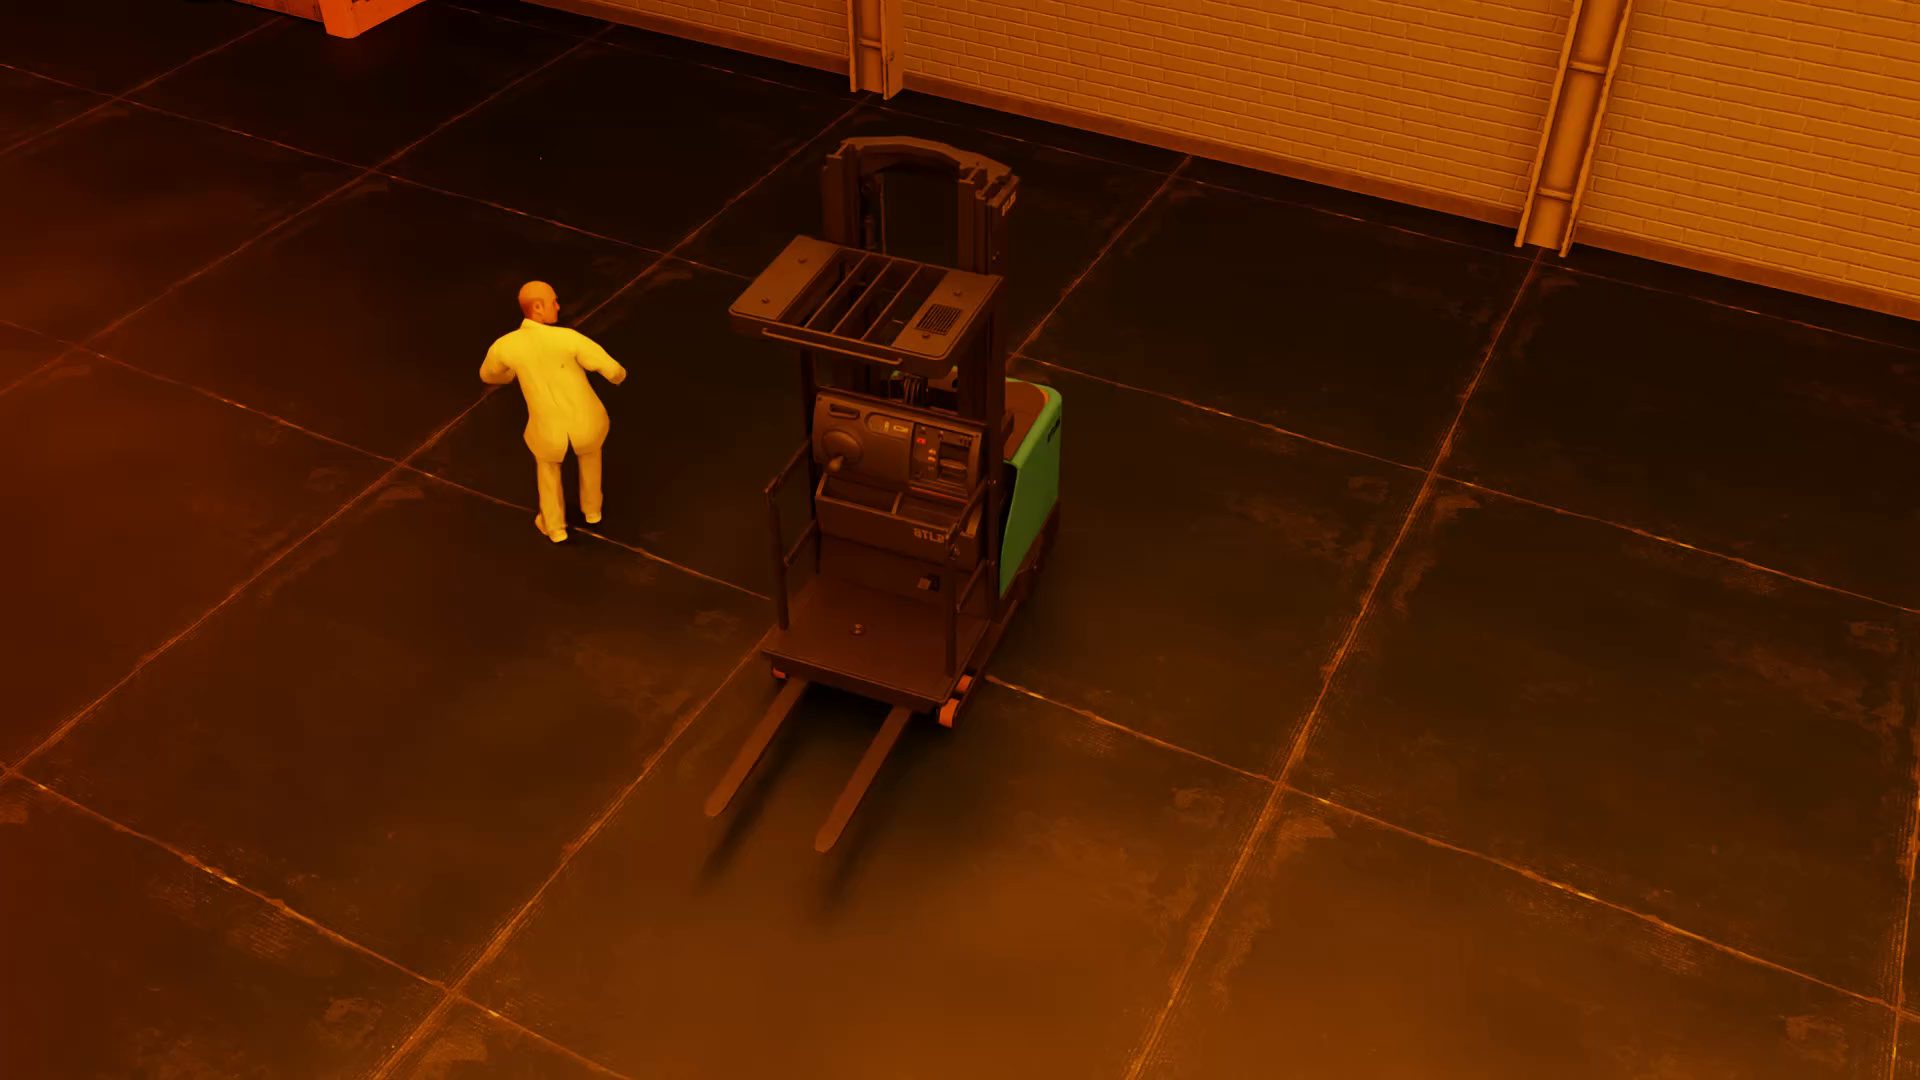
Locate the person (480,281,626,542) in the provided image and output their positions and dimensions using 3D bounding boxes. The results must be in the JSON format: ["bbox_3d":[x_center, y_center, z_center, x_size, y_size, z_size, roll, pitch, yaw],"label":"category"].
[{"bbox_3d":[-2.391,-0.808,9.934,0.836,1.722,0.678,-5,40,-6],"label":"person"}]

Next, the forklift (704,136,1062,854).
[{"bbox_3d":[-0.408,-0.409,8.472,1.130,2.935,3.031,14,42,16],"label":"forklift"}]
